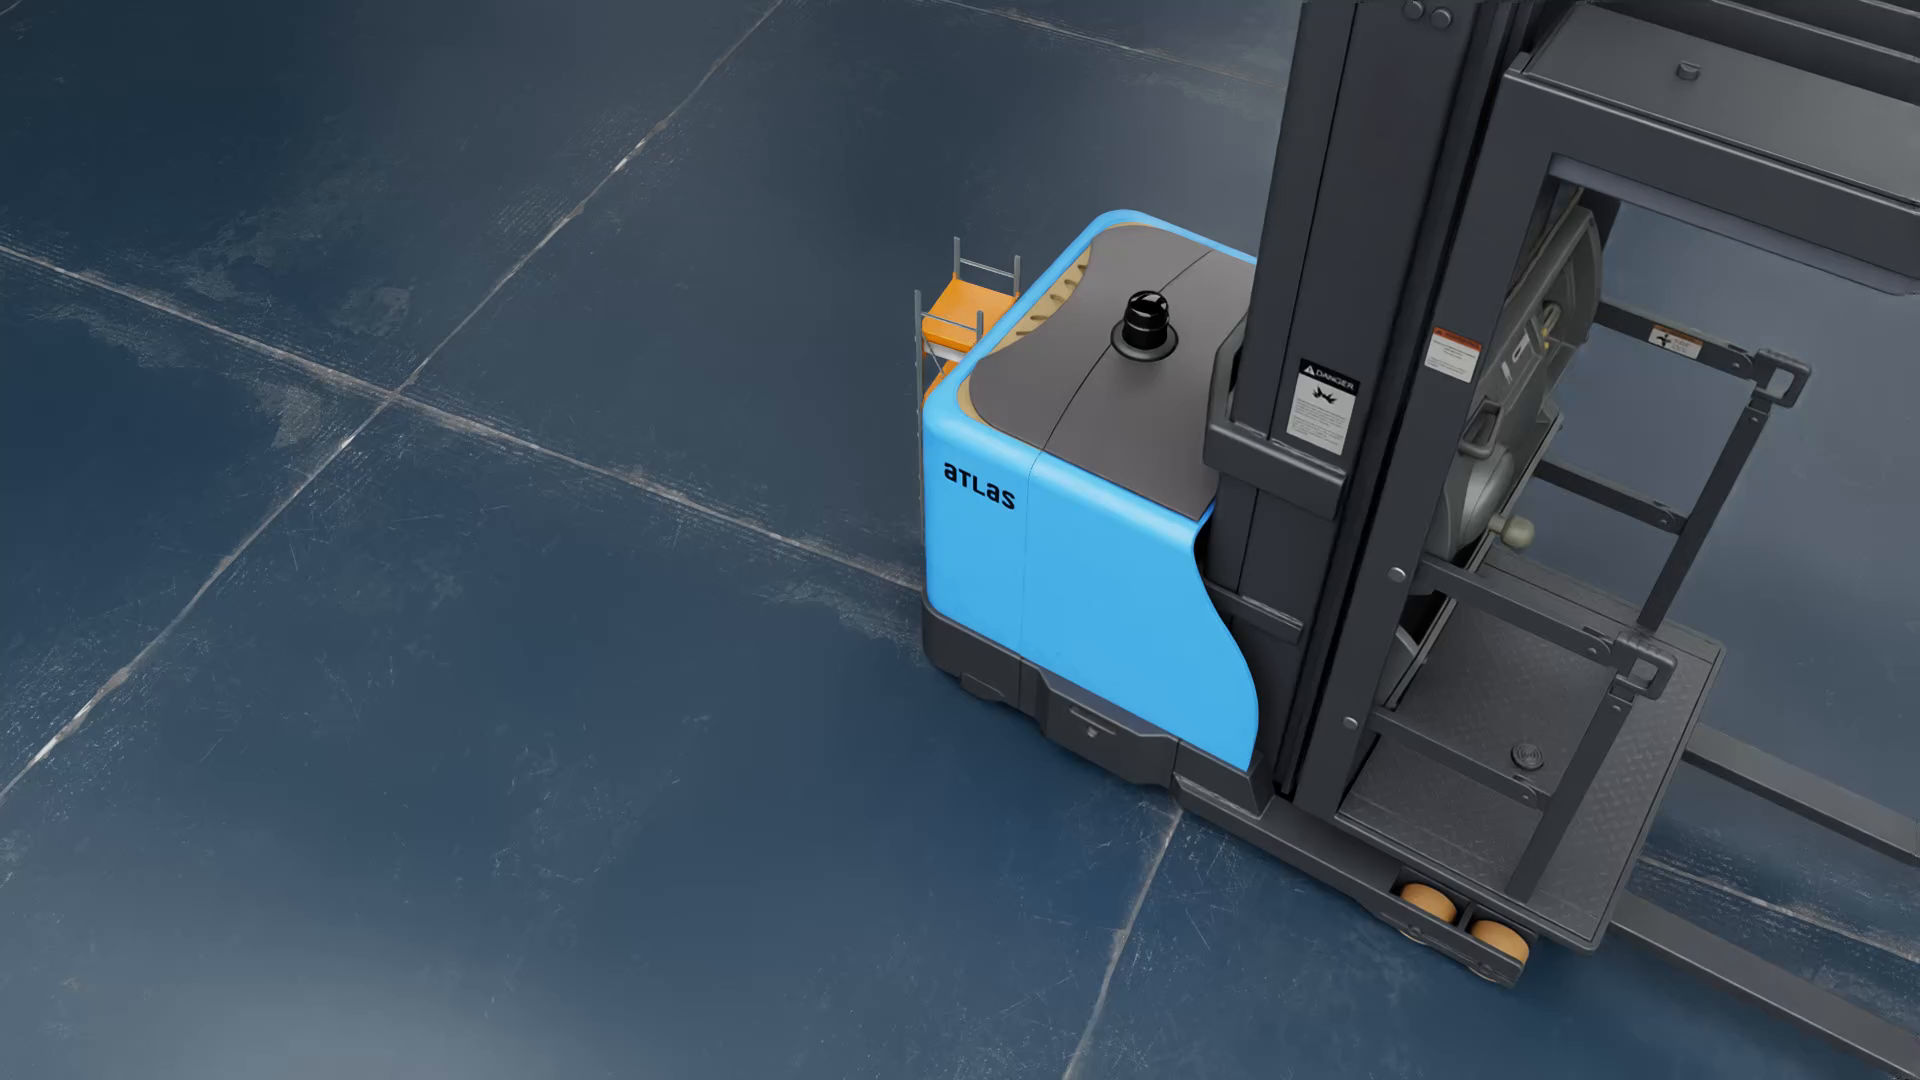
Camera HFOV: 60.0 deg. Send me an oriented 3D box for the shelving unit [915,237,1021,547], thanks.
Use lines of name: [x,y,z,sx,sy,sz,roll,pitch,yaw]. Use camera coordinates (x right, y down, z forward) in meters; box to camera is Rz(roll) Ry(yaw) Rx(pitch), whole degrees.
shelving unit: [0.023,-0.377,4.882,0.215,1.050,0.252,20,52,16]

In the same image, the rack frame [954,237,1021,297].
rack frame: [0.075,-0.461,4.953,0.200,1.050,0.008,20,52,16]

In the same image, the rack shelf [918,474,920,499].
rack shelf: [0.023,-0.190,5.101,0.215,0.259,0.240,20,52,16]

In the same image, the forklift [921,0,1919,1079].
forklift: [1.404,-0.282,3.565,3.031,2.935,1.130,26,55,21]

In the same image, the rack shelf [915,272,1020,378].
rack shelf: [0.023,-0.554,4.673,0.215,0.259,0.240,20,52,16]

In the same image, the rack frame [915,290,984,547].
rack frame: [-0.029,-0.293,4.810,0.200,1.050,0.008,20,52,16]

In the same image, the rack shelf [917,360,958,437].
rack shelf: [0.023,-0.370,4.890,0.215,0.259,0.240,20,52,16]
